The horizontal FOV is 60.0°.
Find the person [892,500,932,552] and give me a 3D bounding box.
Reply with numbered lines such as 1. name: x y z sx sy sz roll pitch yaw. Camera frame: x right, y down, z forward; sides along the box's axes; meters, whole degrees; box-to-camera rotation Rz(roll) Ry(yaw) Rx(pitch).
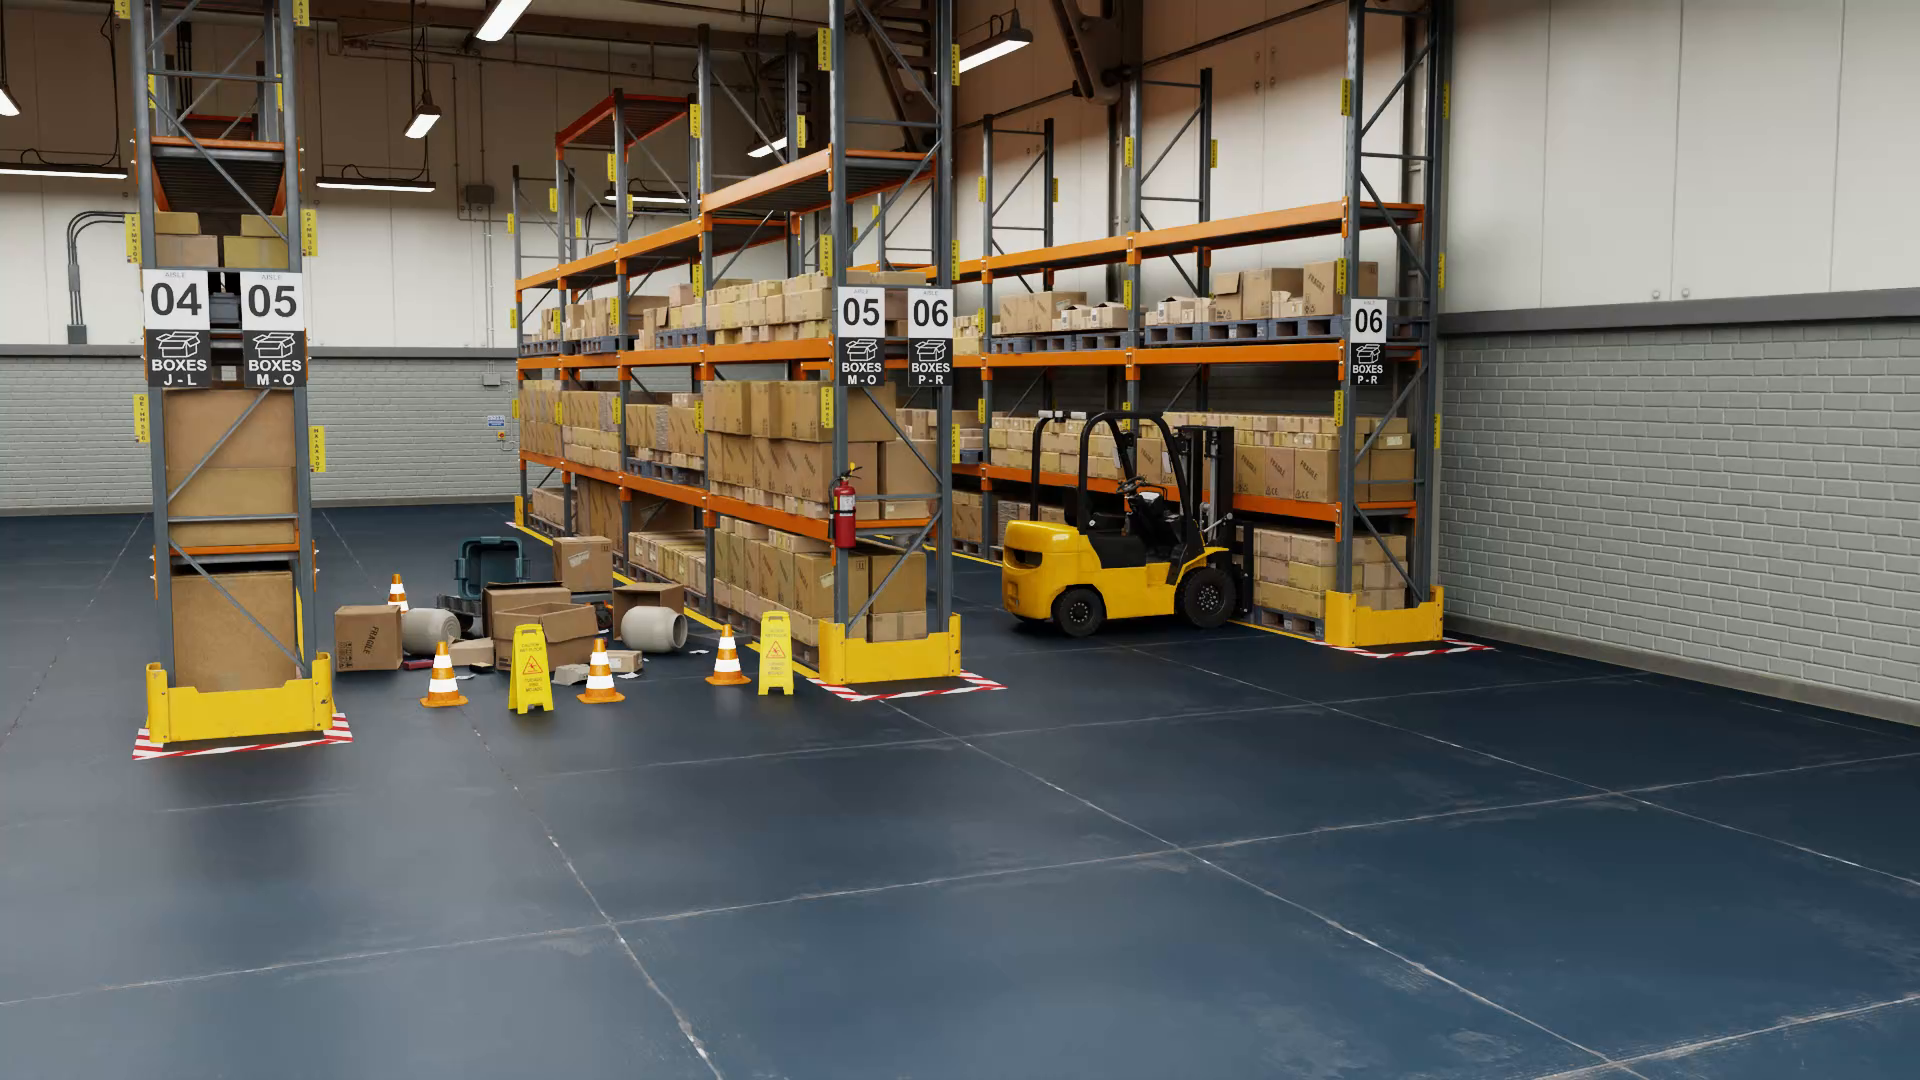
1. person: -0.603 -0.257 19.483 0.578 1.547 0.598 -3 6 -25
